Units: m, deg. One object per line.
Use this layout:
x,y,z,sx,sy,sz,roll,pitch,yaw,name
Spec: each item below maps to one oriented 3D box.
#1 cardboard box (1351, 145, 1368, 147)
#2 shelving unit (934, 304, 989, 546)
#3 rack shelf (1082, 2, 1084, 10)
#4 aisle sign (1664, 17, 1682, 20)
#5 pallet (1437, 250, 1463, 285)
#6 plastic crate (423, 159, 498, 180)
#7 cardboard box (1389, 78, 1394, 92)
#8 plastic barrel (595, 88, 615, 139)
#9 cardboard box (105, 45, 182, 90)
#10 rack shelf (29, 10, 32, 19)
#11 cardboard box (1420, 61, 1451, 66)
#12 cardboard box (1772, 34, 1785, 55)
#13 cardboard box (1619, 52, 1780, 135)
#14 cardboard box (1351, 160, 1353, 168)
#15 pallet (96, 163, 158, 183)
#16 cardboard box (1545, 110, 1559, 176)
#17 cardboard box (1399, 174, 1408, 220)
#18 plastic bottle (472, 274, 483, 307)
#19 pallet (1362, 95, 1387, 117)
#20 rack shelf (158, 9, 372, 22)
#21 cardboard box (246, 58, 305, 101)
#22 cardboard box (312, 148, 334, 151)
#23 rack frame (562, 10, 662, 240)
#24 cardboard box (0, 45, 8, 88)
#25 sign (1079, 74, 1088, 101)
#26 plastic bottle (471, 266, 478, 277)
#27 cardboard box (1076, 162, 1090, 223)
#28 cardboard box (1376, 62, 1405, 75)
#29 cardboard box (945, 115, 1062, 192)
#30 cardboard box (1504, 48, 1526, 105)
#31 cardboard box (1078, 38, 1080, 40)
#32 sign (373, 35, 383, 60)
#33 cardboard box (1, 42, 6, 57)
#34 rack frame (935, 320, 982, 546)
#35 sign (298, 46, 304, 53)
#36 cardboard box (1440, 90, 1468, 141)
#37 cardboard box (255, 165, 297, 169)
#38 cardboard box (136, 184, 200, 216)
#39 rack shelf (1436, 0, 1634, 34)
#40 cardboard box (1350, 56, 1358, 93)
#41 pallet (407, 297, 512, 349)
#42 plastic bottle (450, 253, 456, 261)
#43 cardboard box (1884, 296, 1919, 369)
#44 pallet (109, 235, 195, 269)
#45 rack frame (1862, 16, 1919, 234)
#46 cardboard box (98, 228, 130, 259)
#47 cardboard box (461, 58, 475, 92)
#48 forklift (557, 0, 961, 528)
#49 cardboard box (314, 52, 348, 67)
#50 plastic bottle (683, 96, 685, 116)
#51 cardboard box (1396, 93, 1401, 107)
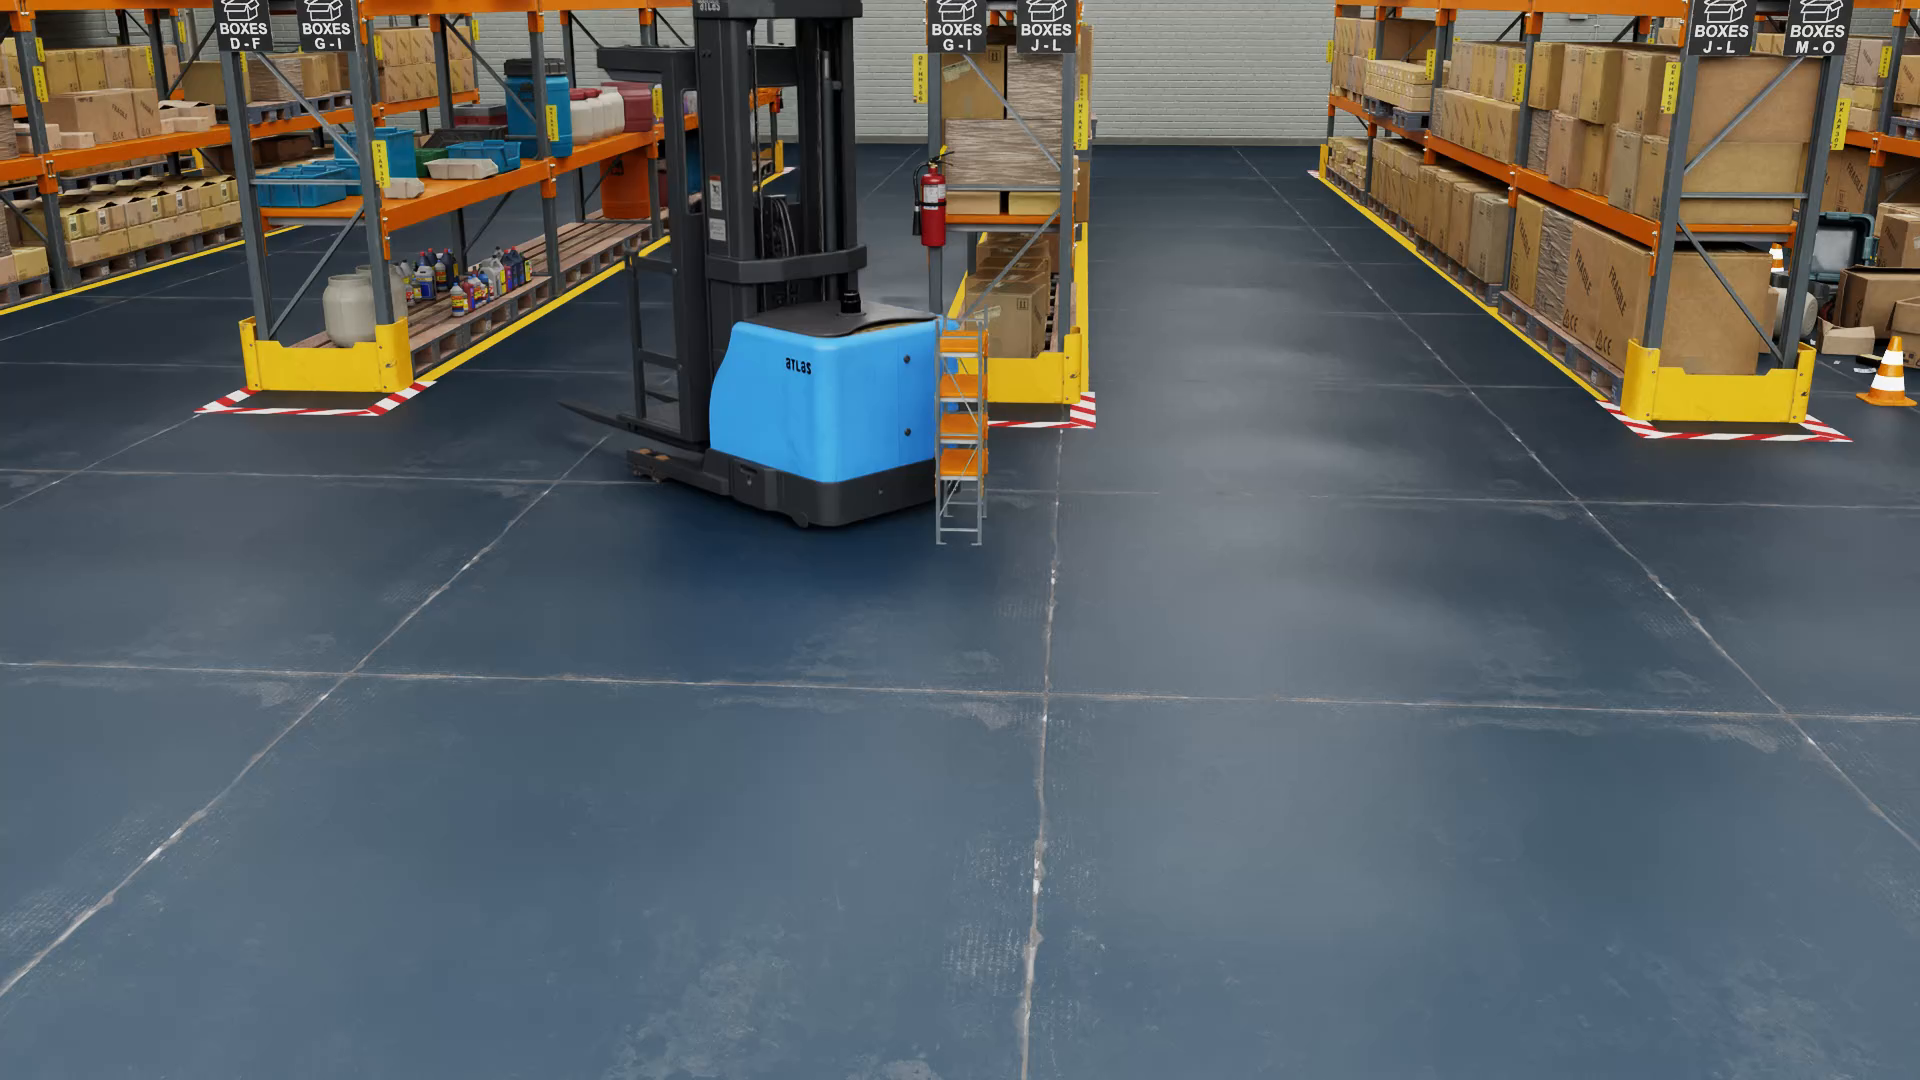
5.996,-5.749,24.600,0.380,0.149,0.250,1,18,4,cardboard box
0.012,-0.622,8.893,0.258,1.200,0.503,1,18,4,shelving unit
1.286,-7.871,24.464,1.077,0.370,4.000,1,18,4,rack shelf
11.030,-8.451,25.723,0.394,0.787,0.004,1,18,4,aisle sign
5.575,-2.835,17.237,1.003,0.211,1.213,1,18,4,pallet
-4.234,-3.157,14.163,0.530,0.136,0.437,1,18,4,plastic crate
5.468,-5.567,20.348,0.380,0.149,0.250,2,18,5,cardboard box
-3.975,-4.632,18.063,0.421,0.512,0.421,0,18,0,plastic barrel
-13.418,-7.724,27.196,0.980,0.700,0.700,2,18,6,cardboard box
-13.822,-6.960,21.685,1.077,0.370,4.000,1,18,4,rack shelf
6.231,-6.174,21.722,0.380,0.149,0.250,1,18,2,cardboard box
10.700,-6.179,21.195,0.500,0.500,0.500,1,18,4,cardboard box
5.235,-3.169,11.801,0.875,0.550,0.550,1,18,4,cardboard box
5.951,-5.521,24.381,0.380,0.149,0.250,0,18,1,cardboard box
-13.461,-5.787,26.245,1.003,0.211,1.213,1,18,4,pallet
5.478,-3.324,14.010,0.875,0.550,0.550,1,18,4,cardboard box
5.624,-4.165,20.156,0.500,0.500,0.500,2,18,6,cardboard box
-4.185,-2.156,14.360,0.097,0.271,0.097,0,18,0,plastic bottle
5.883,-5.699,21.805,1.003,0.211,1.213,1,18,4,pallet
-8.881,-6.851,21.351,1.077,0.370,4.000,1,18,4,rack shelf
-8.835,-5.871,21.188,0.700,0.500,0.500,5,19,14,cardboard box
-9.015,-5.265,23.481,0.500,0.500,0.500,0,18,1,cardboard box
-4.084,-5.034,19.469,1.000,3.000,0.127,1,18,4,rack frame
-9.336,-4.430,15.380,0.700,0.500,0.500,1,18,4,cardboard box
1.111,-4.083,15.176,0.100,0.325,0.005,1,18,4,sign
-4.288,-2.296,14.767,0.061,0.283,0.133,1,18,4,plastic bottle
0.927,-4.327,20.050,1.225,0.875,0.875,0,18,1,cardboard box
5.541,-6.031,21.285,0.380,0.149,0.250,1,18,3,cardboard box
0.350,-2.798,12.007,0.875,0.500,0.500,1,18,4,cardboard box
5.574,-4.376,15.694,0.700,0.500,0.500,1,18,3,cardboard box
0.701,-3.734,13.256,0.500,0.500,0.500,1,18,4,cardboard box
-8.184,-6.927,23.387,0.100,0.325,0.005,1,18,4,sign
-13.503,-6.743,22.810,0.500,0.250,0.500,2,18,5,cardboard box
-0.006,-0.546,8.662,0.240,1.200,0.015,1,18,4,rack frame
-9.279,-6.809,23.497,0.100,0.325,0.005,1,18,4,sign
5.461,-4.538,17.793,0.500,0.500,0.500,1,18,3,cardboard box
-8.675,-4.465,21.040,0.500,0.500,0.500,1,18,2,cardboard box
-8.886,-3.819,18.601,0.500,0.311,0.500,1,18,4,cardboard box
5.653,-5.244,16.448,1.077,0.370,4.000,1,18,4,rack shelf
5.911,-6.685,23.869,0.500,0.500,0.500,1,18,4,cardboard box
-4.545,-1.879,14.319,1.003,0.211,1.213,1,18,4,pallet
-4.720,-2.518,15.445,0.061,0.283,0.133,1,18,4,plastic bottle
7.768,-1.634,13.100,0.797,0.503,0.637,-13,22,-34,cardboard box
-9.212,-3.188,18.314,1.003,0.211,1.213,1,18,4,pallet
10.741,-4.702,18.457,1.000,3.000,0.127,1,18,4,rack frame
-8.997,-3.075,17.232,0.500,0.250,0.500,2,18,5,cardboard box
-8.211,-7.533,26.934,0.500,0.500,0.500,2,18,6,cardboard box
-1.379,-1.835,9.816,1.130,2.935,3.031,-17,25,-41,forklift
-8.959,-7.074,23.927,0.500,0.500,0.500,1,18,4,cardboard box
-3.616,-5.618,21.331,0.144,0.351,0.185,1,18,4,plastic bottle
5.432,-5.259,19.886,0.380,0.149,0.250,1,18,3,cardboard box
